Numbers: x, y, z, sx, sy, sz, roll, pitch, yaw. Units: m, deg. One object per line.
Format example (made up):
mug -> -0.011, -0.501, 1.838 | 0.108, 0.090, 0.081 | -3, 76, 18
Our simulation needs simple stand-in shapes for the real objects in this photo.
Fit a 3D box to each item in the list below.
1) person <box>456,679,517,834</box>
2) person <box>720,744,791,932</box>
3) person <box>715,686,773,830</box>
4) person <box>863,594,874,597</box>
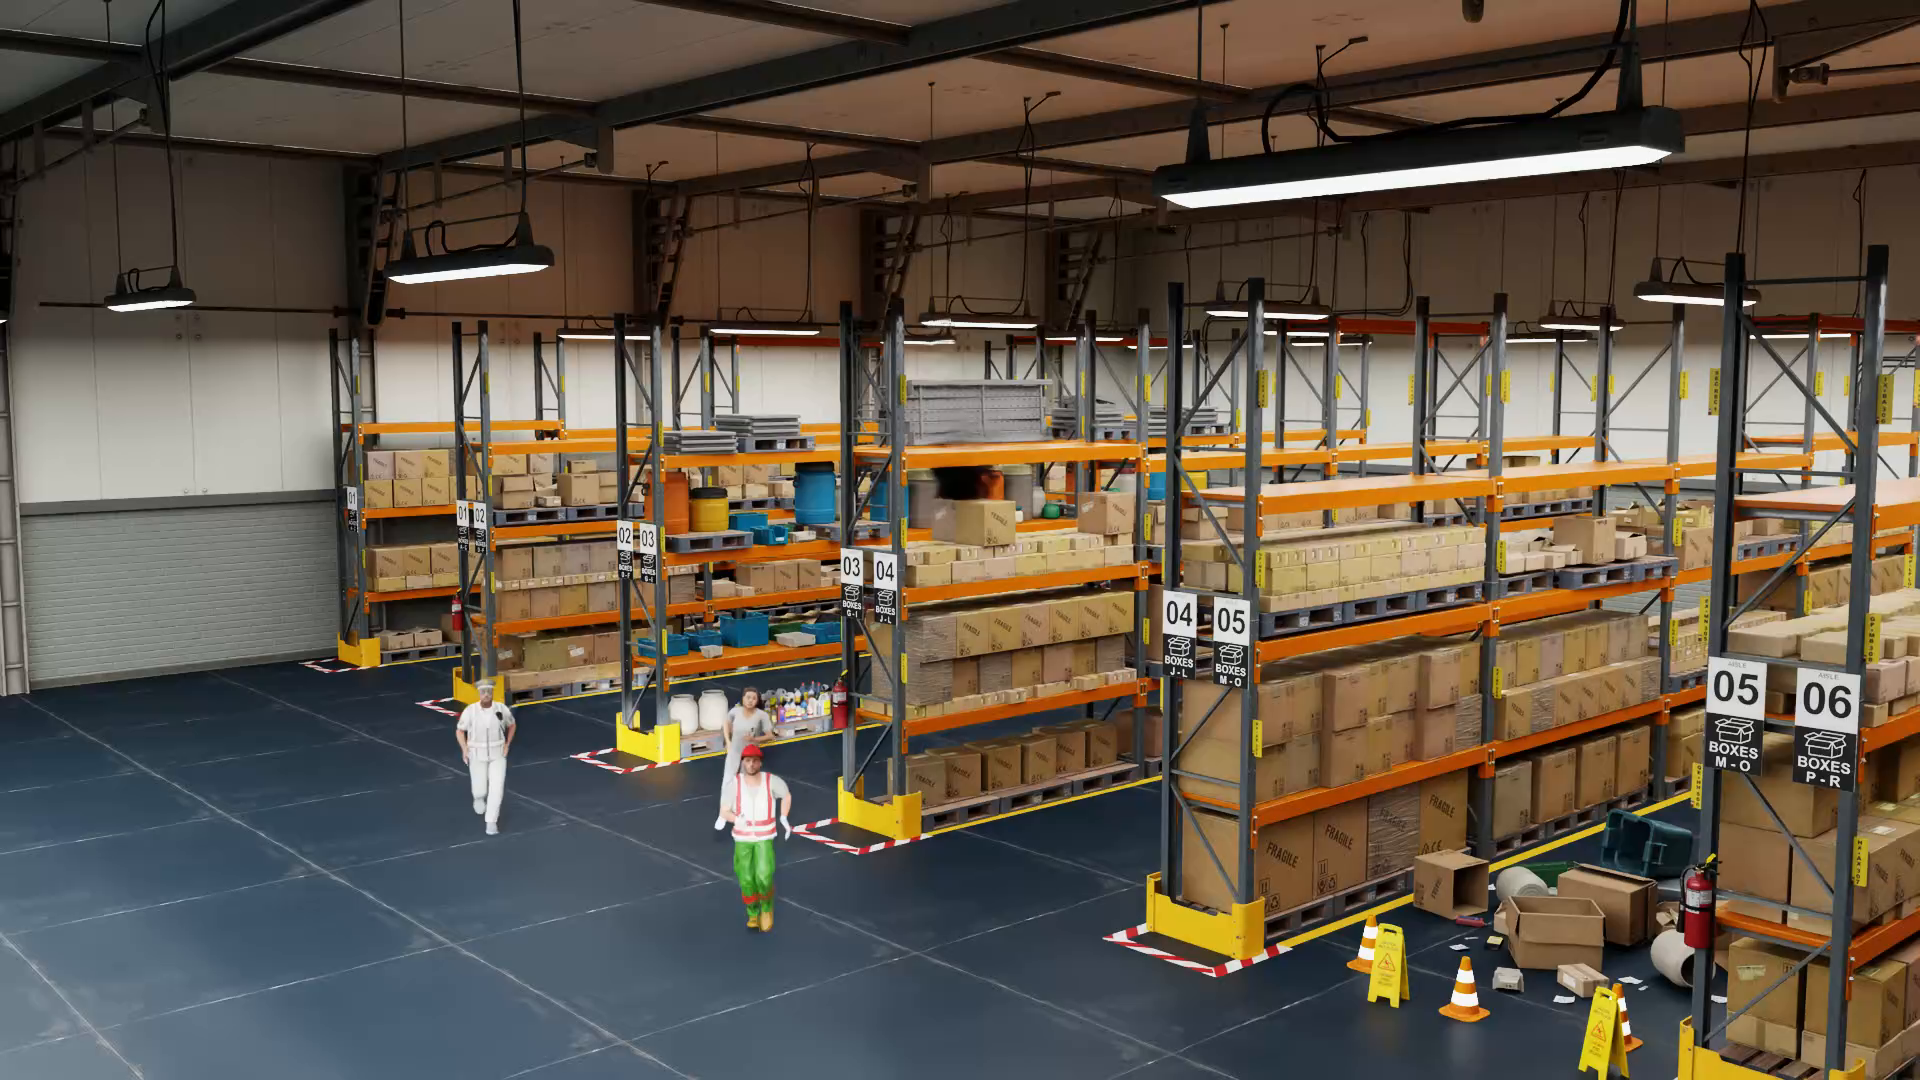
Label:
person -> -5.389, 2.437, 18.974 | 0.669, 1.748, 0.644 | -2, 6, -19
person -> -1.893, 2.757, 15.348 | 0.633, 1.753, 0.611 | 0, 6, -1
person -> -2.397, 2.364, 18.480 | 0.644, 1.547, 0.738 | -1, 6, -6
person -> -1.887, 0.812, 35.157 | 0.681, 1.738, 0.624 | 5, 7, 39
